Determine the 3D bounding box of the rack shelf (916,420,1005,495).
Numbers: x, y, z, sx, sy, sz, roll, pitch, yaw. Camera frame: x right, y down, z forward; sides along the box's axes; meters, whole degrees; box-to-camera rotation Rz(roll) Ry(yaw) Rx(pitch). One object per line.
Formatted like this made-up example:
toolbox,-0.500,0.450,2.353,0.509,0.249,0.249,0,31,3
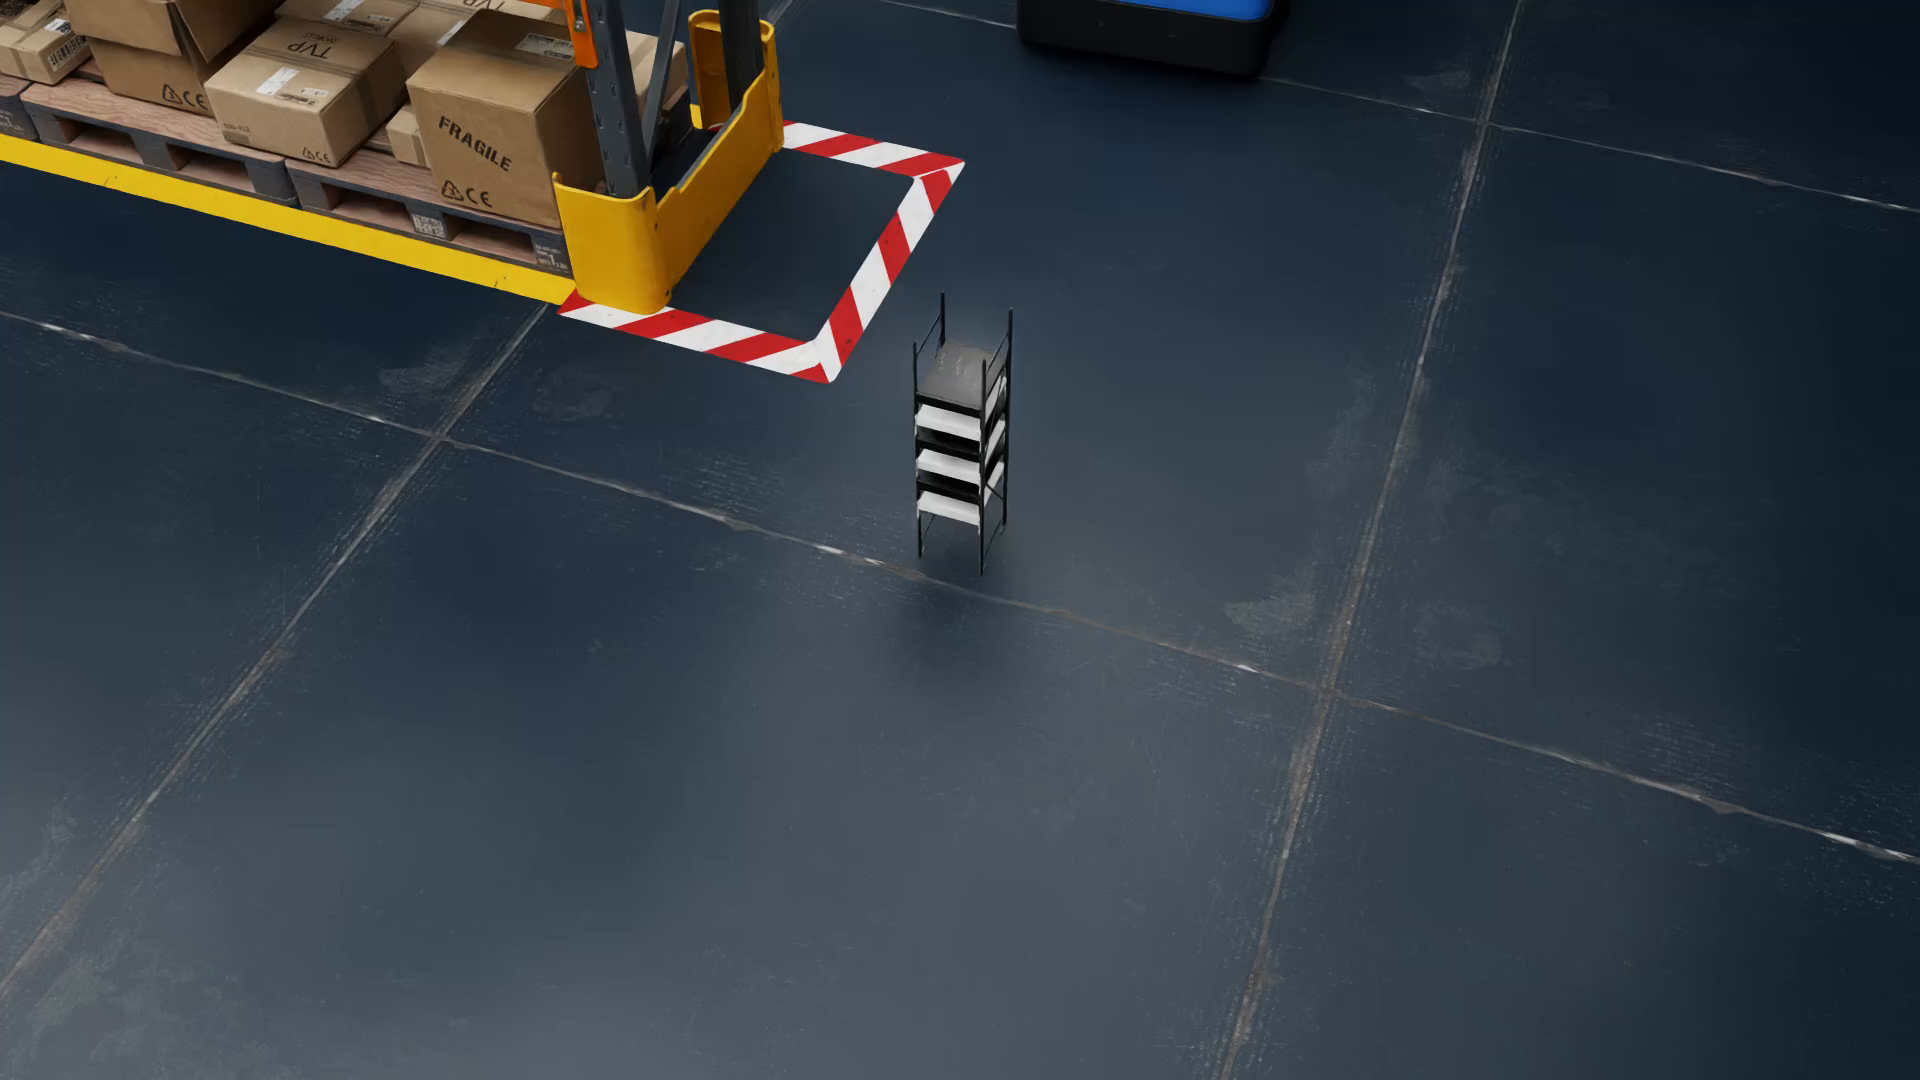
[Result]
rack shelf,0.008,-0.271,4.933,0.200,0.077,0.258,16,51,13

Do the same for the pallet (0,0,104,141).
pallet,-4.081,-2.166,6.988,1.213,0.211,1.003,16,51,13

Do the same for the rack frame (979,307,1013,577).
rack frame,0.103,-0.266,4.885,0.006,0.900,0.240,16,51,13

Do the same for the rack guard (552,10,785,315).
rack guard,-1.044,-1.414,6.144,0.348,0.500,1.175,16,51,13

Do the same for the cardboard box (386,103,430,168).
cardboard box,-1.917,-1.566,6.206,0.250,0.166,0.380,16,51,13

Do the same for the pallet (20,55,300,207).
pallet,-2.933,-1.848,6.712,1.213,0.211,1.003,16,51,13

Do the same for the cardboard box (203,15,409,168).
cardboard box,-2.449,-1.694,6.261,0.500,0.250,0.500,16,51,13

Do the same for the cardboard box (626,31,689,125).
cardboard box,-1.246,-1.776,6.400,0.250,0.149,0.380,16,51,13

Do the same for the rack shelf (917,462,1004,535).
rack shelf,0.008,-0.153,5.069,0.200,0.077,0.258,16,51,13

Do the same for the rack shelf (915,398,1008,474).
rack shelf,0.008,-0.330,4.865,0.200,0.077,0.258,16,51,13

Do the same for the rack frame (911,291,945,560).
rack frame,-0.088,-0.319,4.931,0.006,0.900,0.240,16,51,13

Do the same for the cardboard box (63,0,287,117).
cardboard box,-2.961,-2.098,6.444,0.637,0.503,0.797,16,51,13

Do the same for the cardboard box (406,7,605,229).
cardboard box,-1.568,-1.506,5.933,0.500,0.500,0.500,16,51,13

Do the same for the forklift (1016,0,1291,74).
forklift,1.127,-4.010,6.786,1.130,2.935,3.031,12,50,10

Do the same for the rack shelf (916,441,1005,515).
rack shelf,0.008,-0.212,5.001,0.200,0.077,0.258,16,51,13

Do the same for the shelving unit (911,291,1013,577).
shelving unit,0.008,-0.293,4.908,0.210,0.900,0.258,16,51,13

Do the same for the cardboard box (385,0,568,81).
cardboard box,-1.853,-1.930,6.467,0.500,0.250,0.500,16,51,13

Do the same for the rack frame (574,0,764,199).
rack frame,-0.973,-2.212,5.183,0.127,3.000,1.000,16,51,13

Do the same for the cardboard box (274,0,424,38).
cardboard box,-2.322,-2.061,6.580,0.500,0.250,0.500,16,51,13

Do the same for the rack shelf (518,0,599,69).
rack shelf,-2.849,-2.501,5.908,4.000,0.370,1.077,16,51,13

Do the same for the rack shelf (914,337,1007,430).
rack shelf,0.008,-0.448,4.729,0.200,0.077,0.258,16,51,13

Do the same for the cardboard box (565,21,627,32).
cardboard box,-1.481,-1.847,6.450,0.250,0.166,0.380,16,51,13

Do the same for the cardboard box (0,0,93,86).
cardboard box,-3.591,-1.993,6.576,0.250,0.166,0.380,16,51,13

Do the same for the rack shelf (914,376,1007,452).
rack shelf,0.008,-0.389,4.797,0.200,0.077,0.258,16,51,13

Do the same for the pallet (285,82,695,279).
pallet,-1.792,-1.527,6.434,1.213,0.211,1.003,16,51,13
